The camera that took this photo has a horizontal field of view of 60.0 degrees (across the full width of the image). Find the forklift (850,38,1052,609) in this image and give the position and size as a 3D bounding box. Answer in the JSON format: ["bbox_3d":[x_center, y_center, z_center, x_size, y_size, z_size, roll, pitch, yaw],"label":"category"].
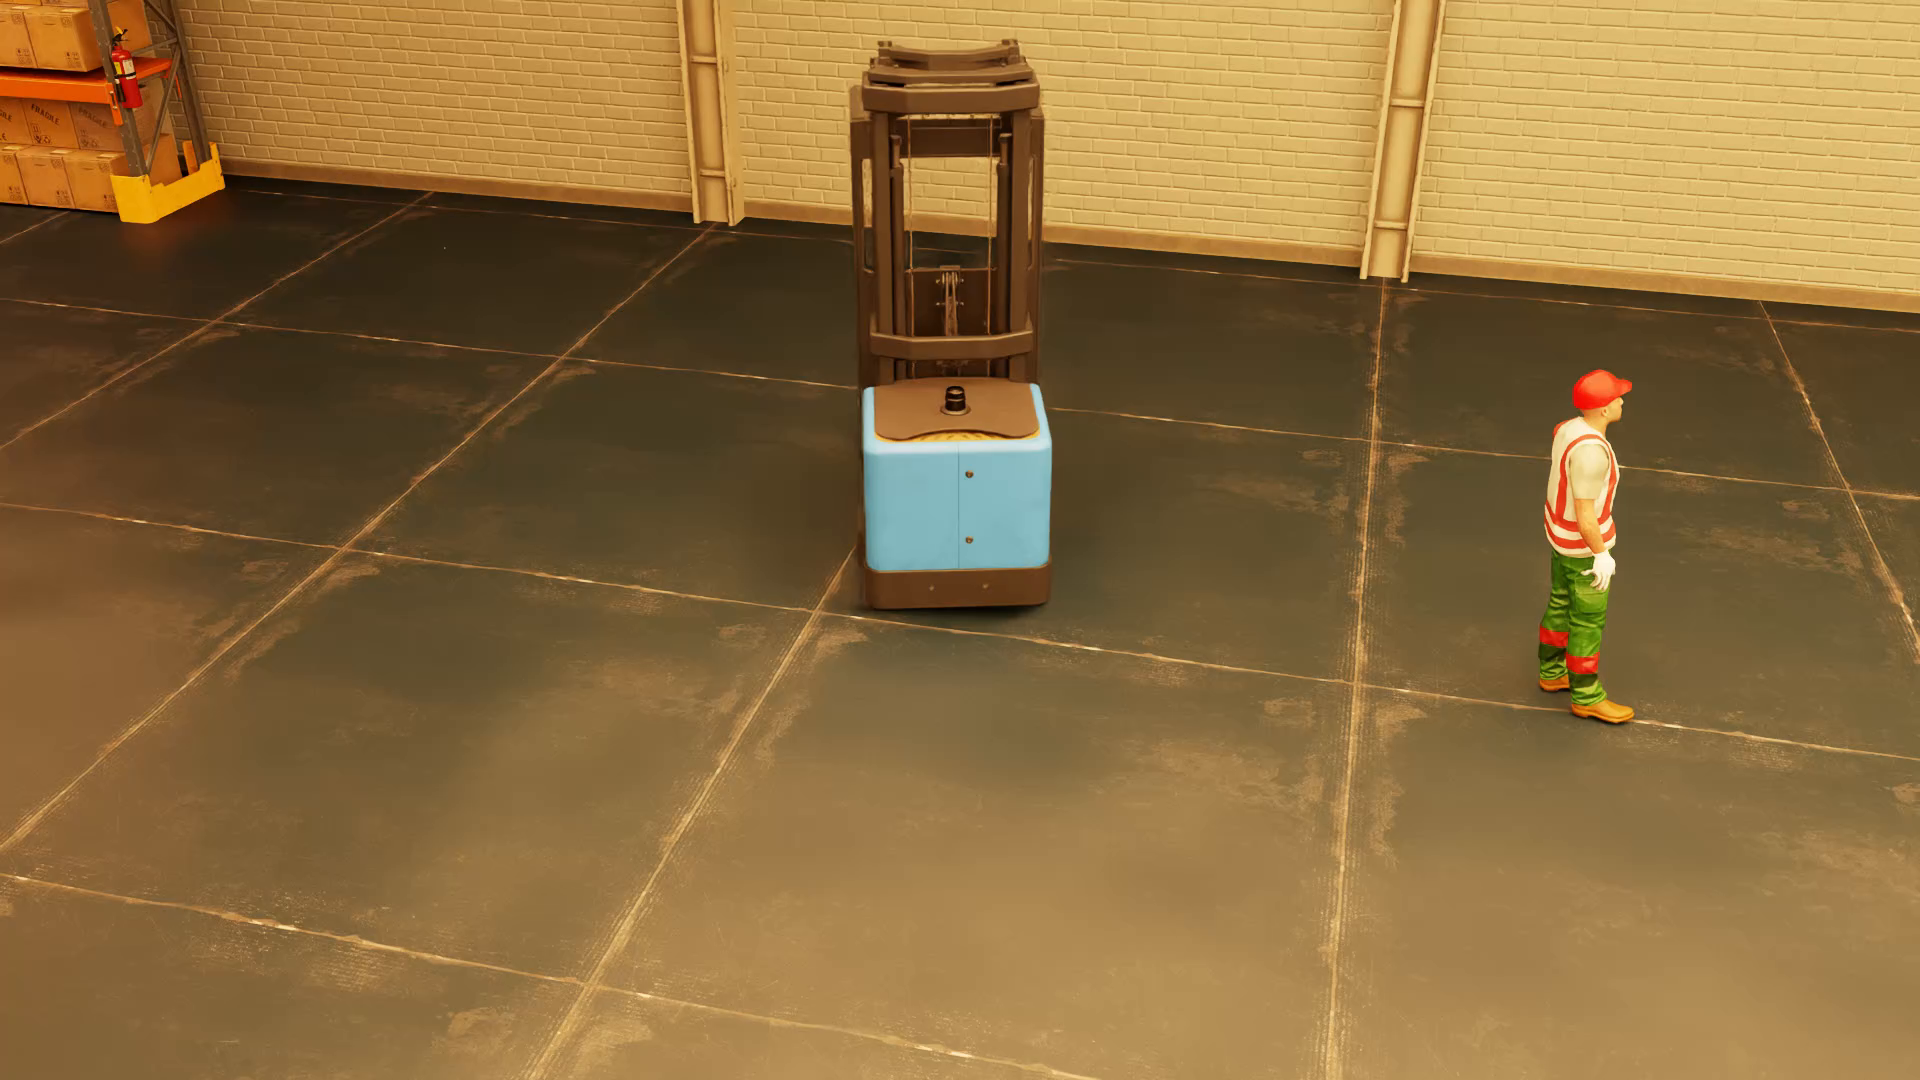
[{"bbox_3d":[-0.085,-1.582,9.962,1.130,2.935,3.031,-1,30,-3],"label":"forklift"}]

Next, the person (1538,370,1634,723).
[{"bbox_3d":[3.182,0.005,8.305,0.564,1.787,0.637,3,30,5],"label":"person"}]
